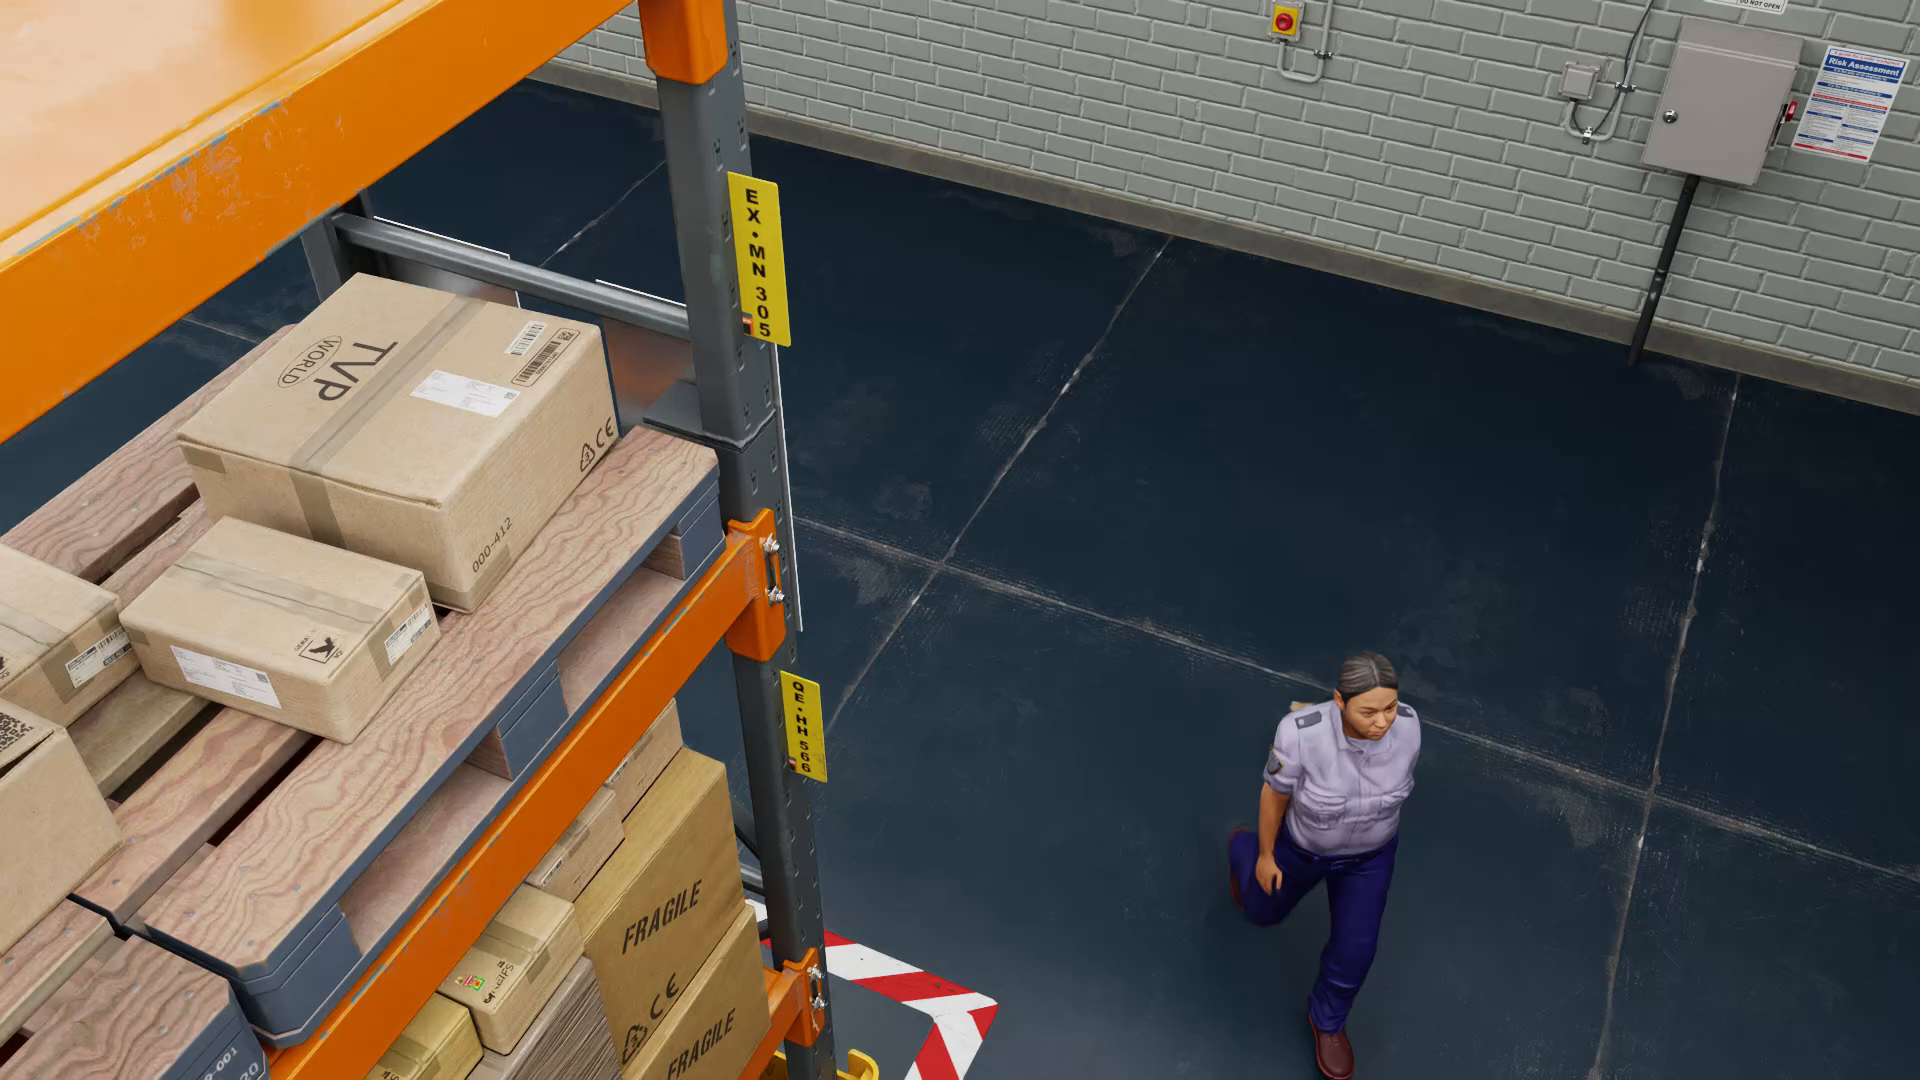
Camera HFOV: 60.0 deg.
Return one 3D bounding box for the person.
[{"bbox_3d":[1.133,0.891,5.181,0.472,1.609,0.886,-3,42,-3],"label":"person"}]
